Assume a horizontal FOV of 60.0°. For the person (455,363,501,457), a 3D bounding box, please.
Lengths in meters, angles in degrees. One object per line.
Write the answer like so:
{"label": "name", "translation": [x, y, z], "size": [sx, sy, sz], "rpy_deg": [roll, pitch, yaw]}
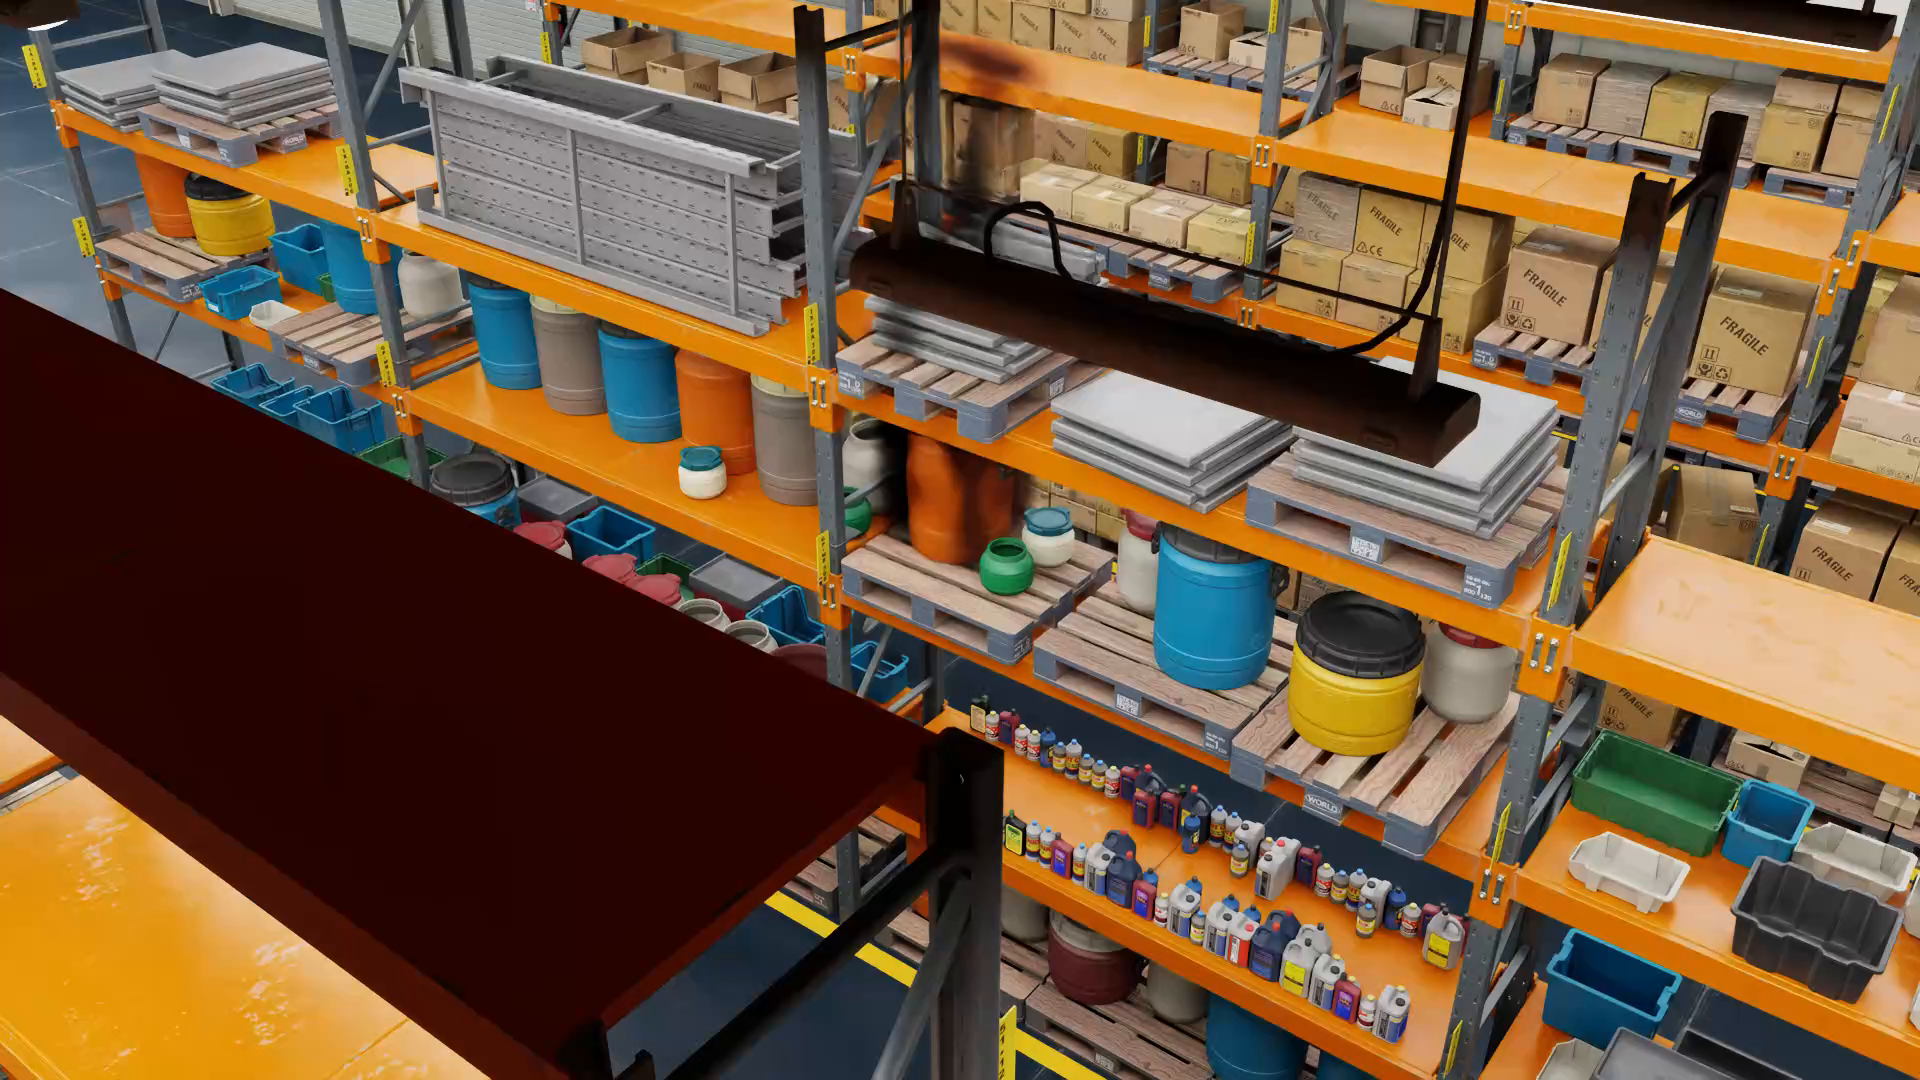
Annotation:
{"label": "person", "translation": [-4.490, -1.062, 15.579], "size": [0.653, 1.528, 0.526], "rpy_deg": [24, 39, 34]}

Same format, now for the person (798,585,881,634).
{"label": "person", "translation": [-1.021, 0.102, 13.440], "size": [0.918, 1.764, 0.711], "rpy_deg": [14, 34, 22]}

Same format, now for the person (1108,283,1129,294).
{"label": "person", "translation": [1.693, -1.746, 16.506], "size": [0.800, 1.724, 0.697], "rpy_deg": [24, 39, 34]}
